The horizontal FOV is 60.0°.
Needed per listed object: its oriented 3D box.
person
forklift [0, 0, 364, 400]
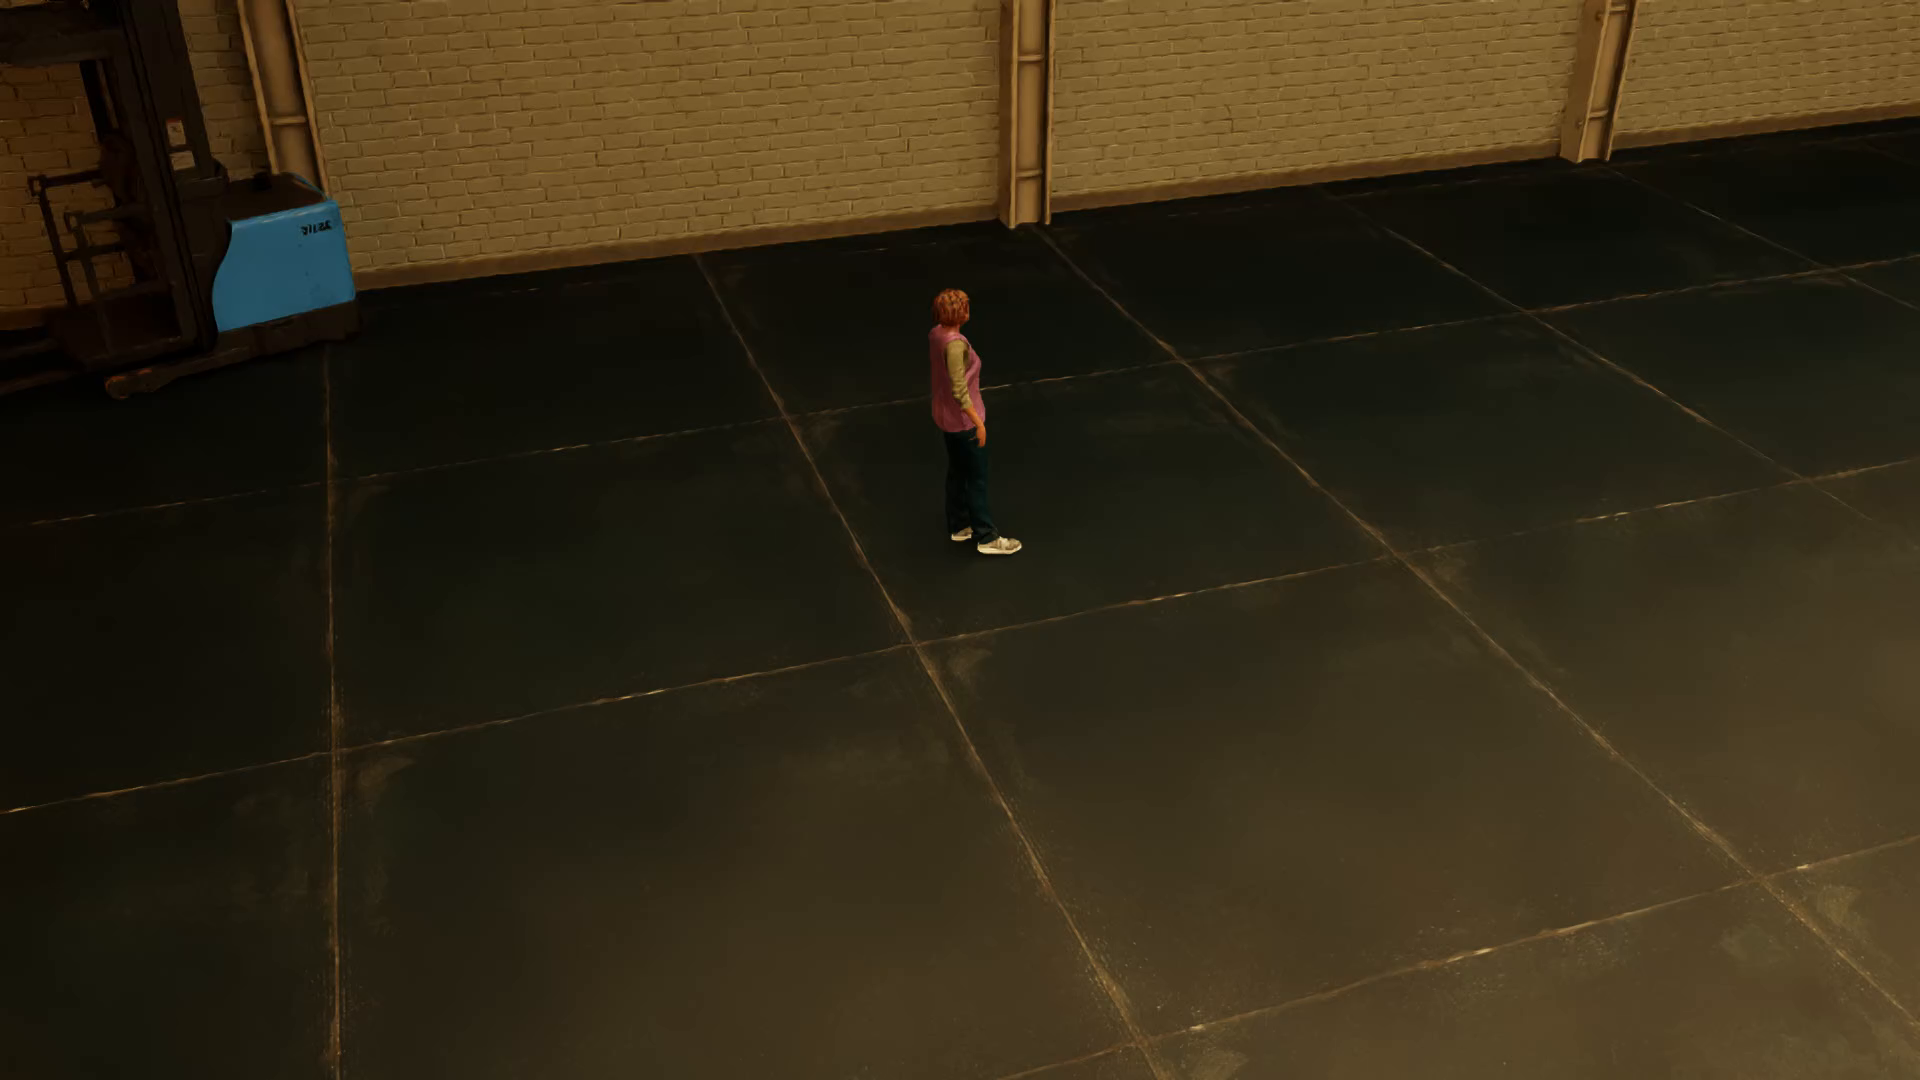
[{"bbox_3d":[0.075,-0.704,9.633,0.474,1.597,0.520,-10,31,-16],"label":"person"},{"bbox_3d":[-6.025,-2.558,11.532,3.031,2.935,1.130,-22,36,-33],"label":"forklift"}]
